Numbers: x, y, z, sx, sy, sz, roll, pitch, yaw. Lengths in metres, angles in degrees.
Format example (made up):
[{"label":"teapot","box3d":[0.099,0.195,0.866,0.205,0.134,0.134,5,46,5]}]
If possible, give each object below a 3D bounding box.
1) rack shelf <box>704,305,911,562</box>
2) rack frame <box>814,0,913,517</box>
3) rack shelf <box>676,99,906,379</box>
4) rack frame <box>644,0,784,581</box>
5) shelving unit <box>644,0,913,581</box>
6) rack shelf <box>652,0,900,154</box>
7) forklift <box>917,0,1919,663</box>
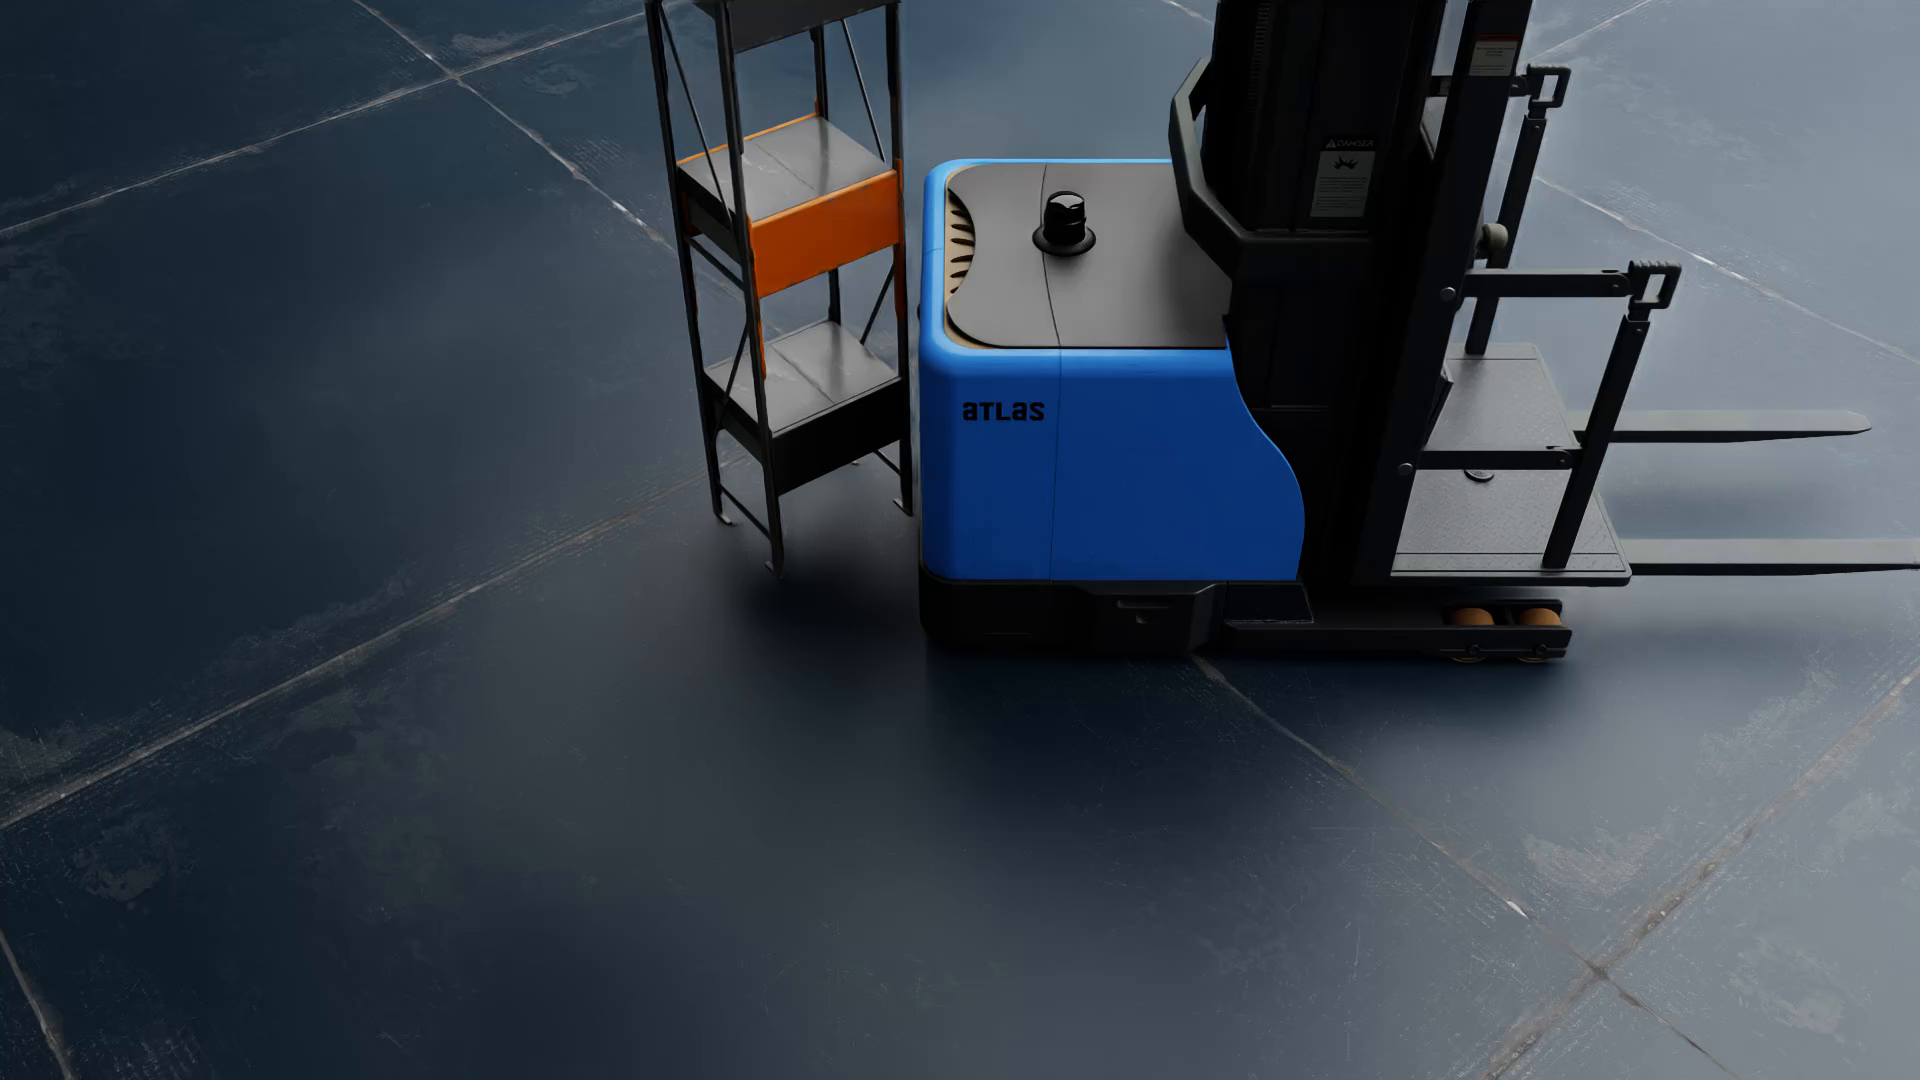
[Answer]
[{"label":"rack shelf","box3d":[-0.472,-0.332,5.112,0.480,0.518,0.431,-27,50,-26]},{"label":"rack frame","box3d":[-0.276,-0.952,4.730,0.015,2.100,0.400,-27,50,-26]},{"label":"rack shelf","box3d":[-0.472,-0.842,4.633,0.480,0.518,0.431,-27,50,-26]},{"label":"rack frame","box3d":[-0.667,-0.752,4.517,0.015,2.100,0.400,-27,50,-26]},{"label":"shelving unit","box3d":[-0.472,-0.852,4.623,0.503,2.100,0.431,-27,50,-26]},{"label":"rack shelf","box3d":[-0.472,-1.352,4.153,0.480,0.518,0.431,-27,50,-26]},{"label":"forklift","box3d":[1.397,-1.076,4.255,3.031,2.935,1.130,0,43,0]}]
